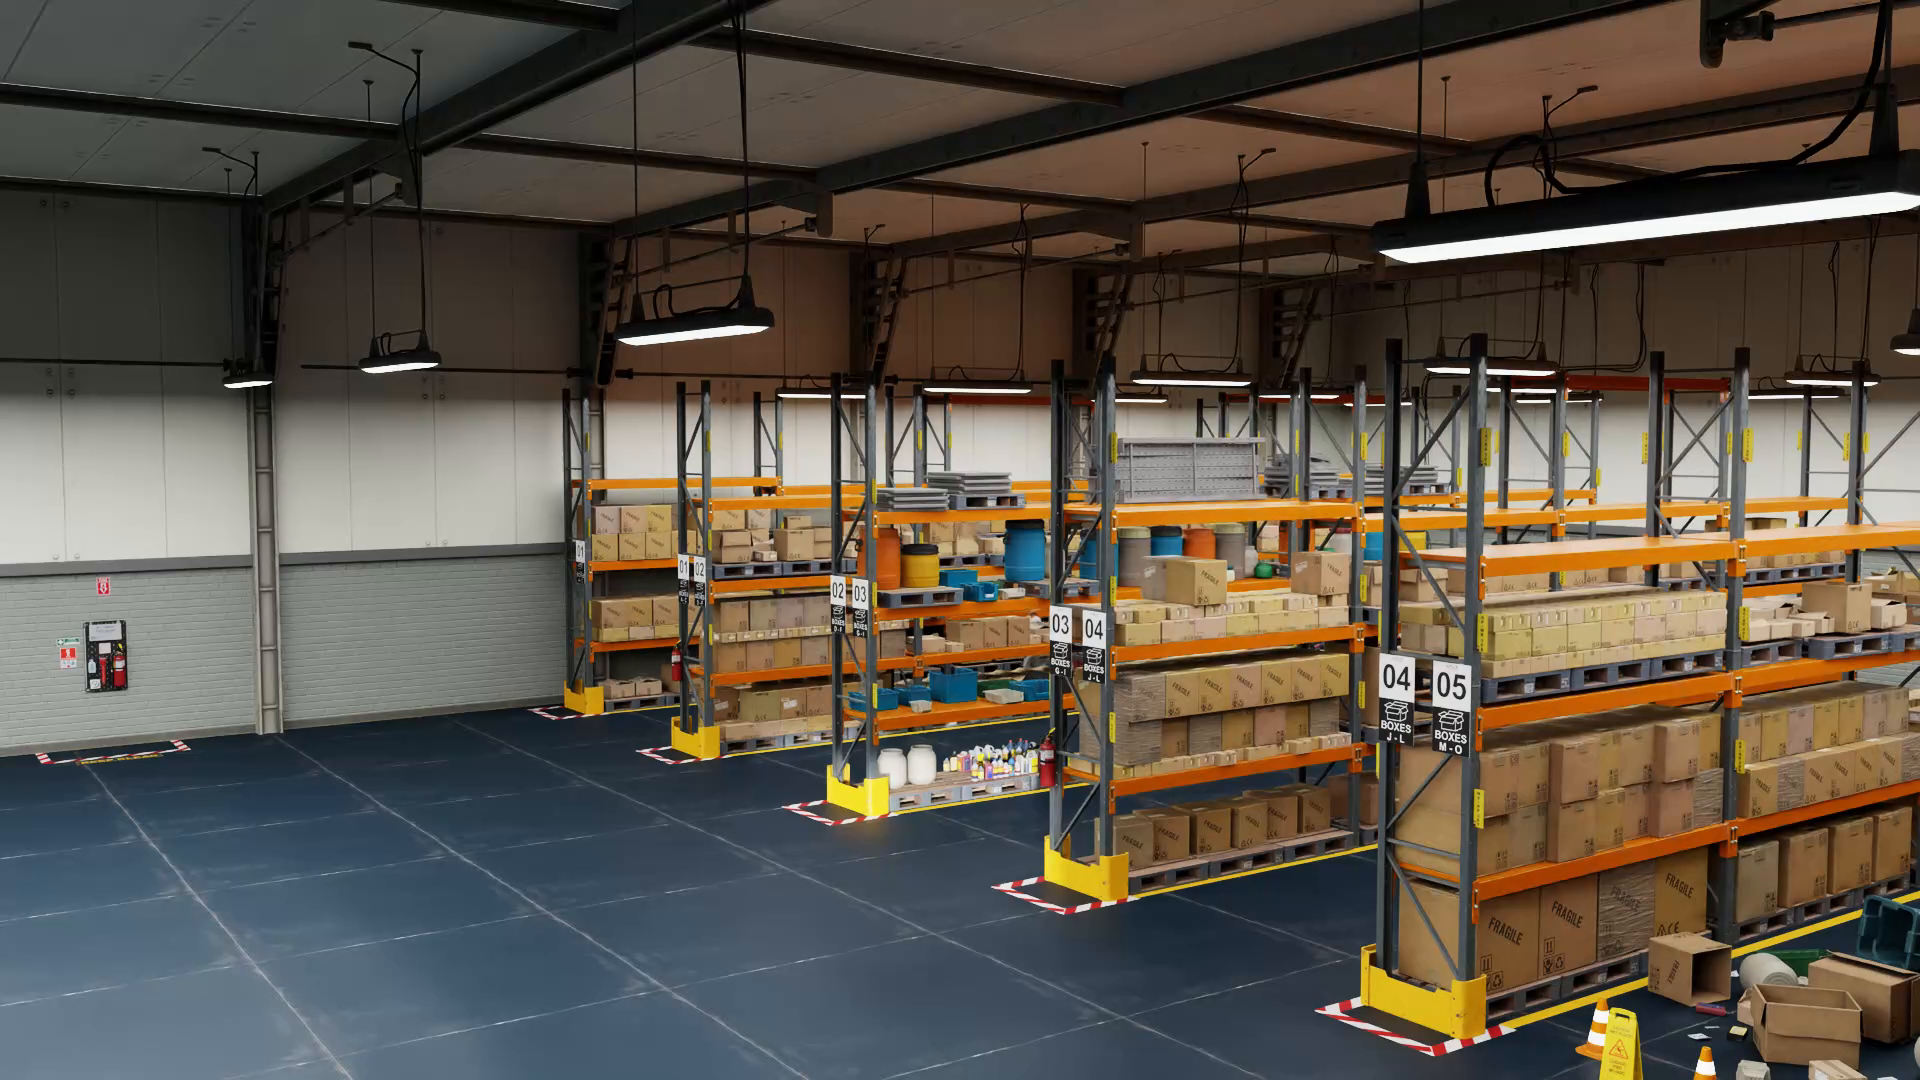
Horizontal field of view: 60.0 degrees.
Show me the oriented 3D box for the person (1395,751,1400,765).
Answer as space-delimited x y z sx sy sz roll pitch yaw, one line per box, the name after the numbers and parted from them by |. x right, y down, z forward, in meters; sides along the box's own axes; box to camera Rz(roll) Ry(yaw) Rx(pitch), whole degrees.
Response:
6.917 2.654 25.793 0.583 1.726 0.439 -2 4 -26 | person

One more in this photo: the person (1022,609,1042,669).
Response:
1.445 2.125 34.653 1.015 1.617 0.453 -3 5 -42 | person
